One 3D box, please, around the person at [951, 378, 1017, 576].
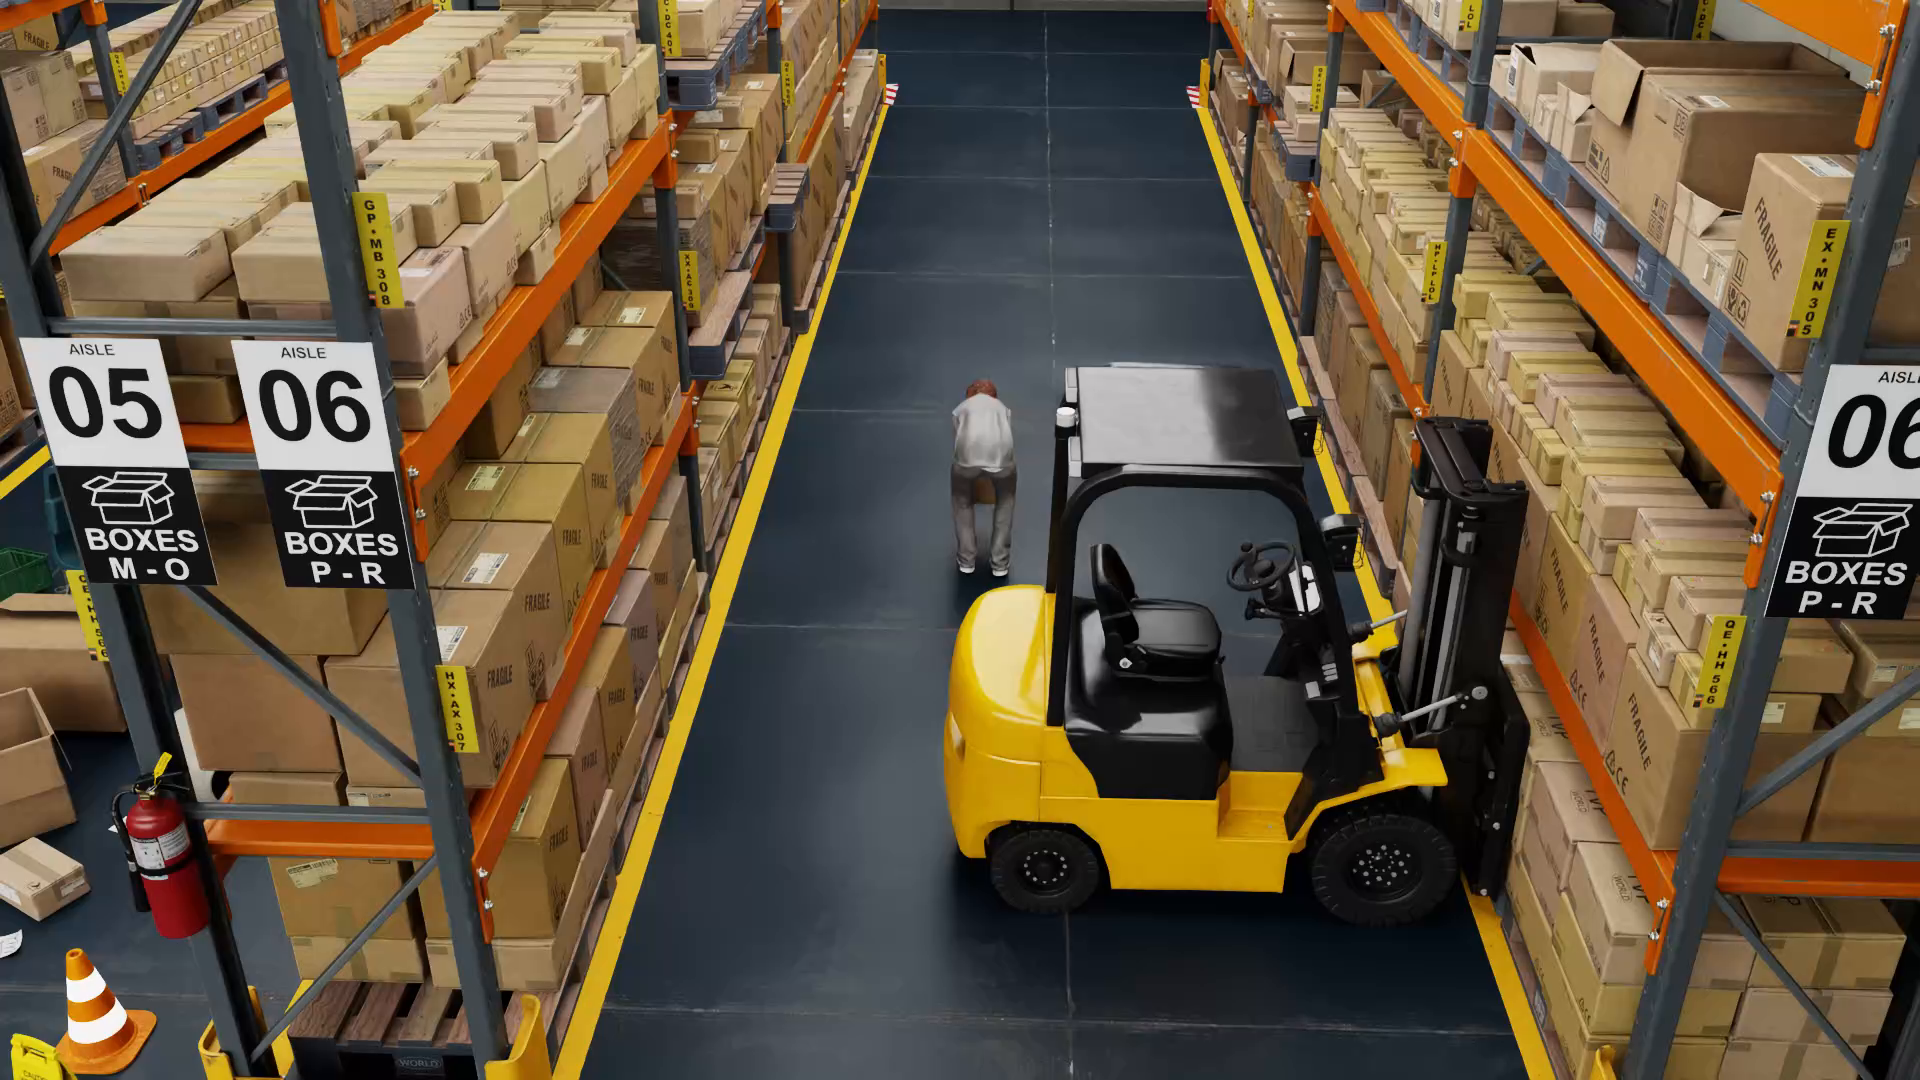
[{"bbox_3d":[0.140,-0.366,9.929,0.389,1.013,0.868,0,28,0],"label":"person"}]
